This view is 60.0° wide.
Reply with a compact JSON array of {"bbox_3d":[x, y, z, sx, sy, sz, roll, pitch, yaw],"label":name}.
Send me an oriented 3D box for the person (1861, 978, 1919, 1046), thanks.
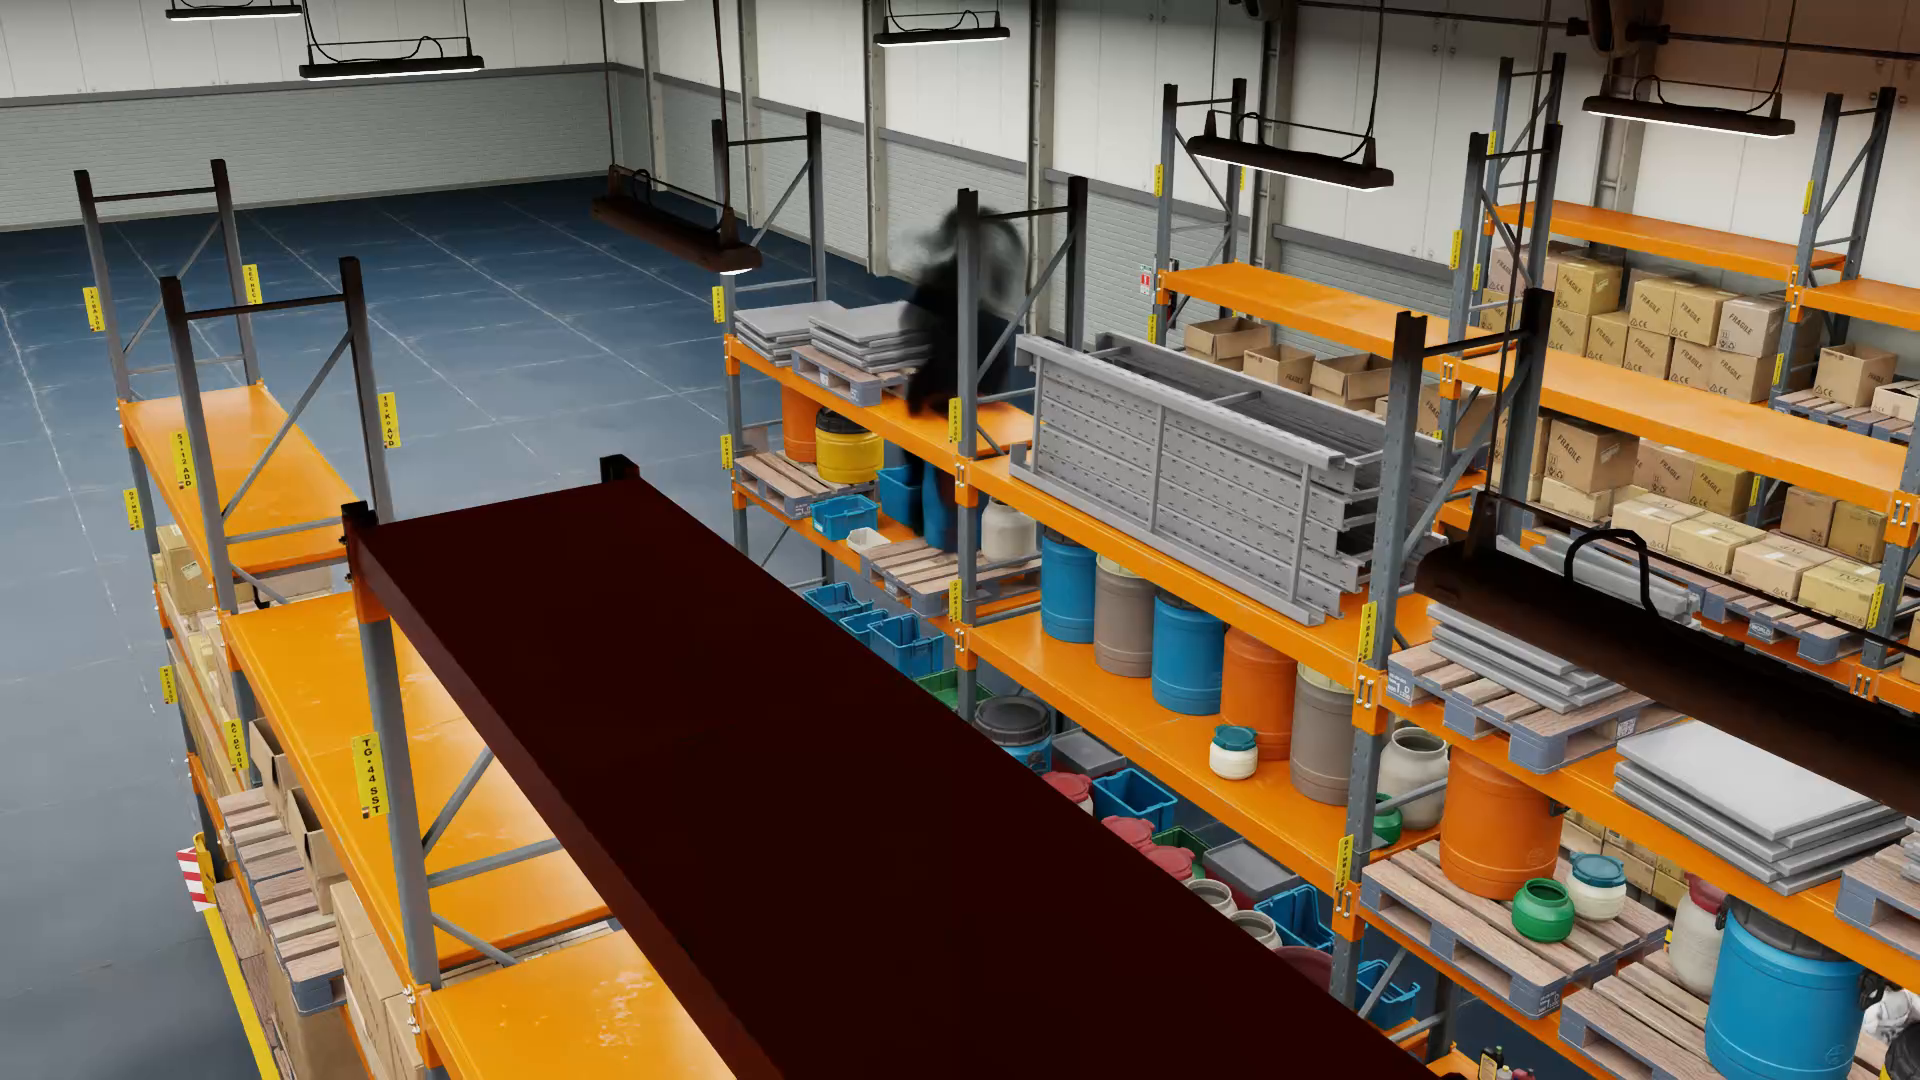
[{"bbox_3d":[5.848,3.345,10.813,0.561,1.667,0.573,-15,27,-34],"label":"person"}]
